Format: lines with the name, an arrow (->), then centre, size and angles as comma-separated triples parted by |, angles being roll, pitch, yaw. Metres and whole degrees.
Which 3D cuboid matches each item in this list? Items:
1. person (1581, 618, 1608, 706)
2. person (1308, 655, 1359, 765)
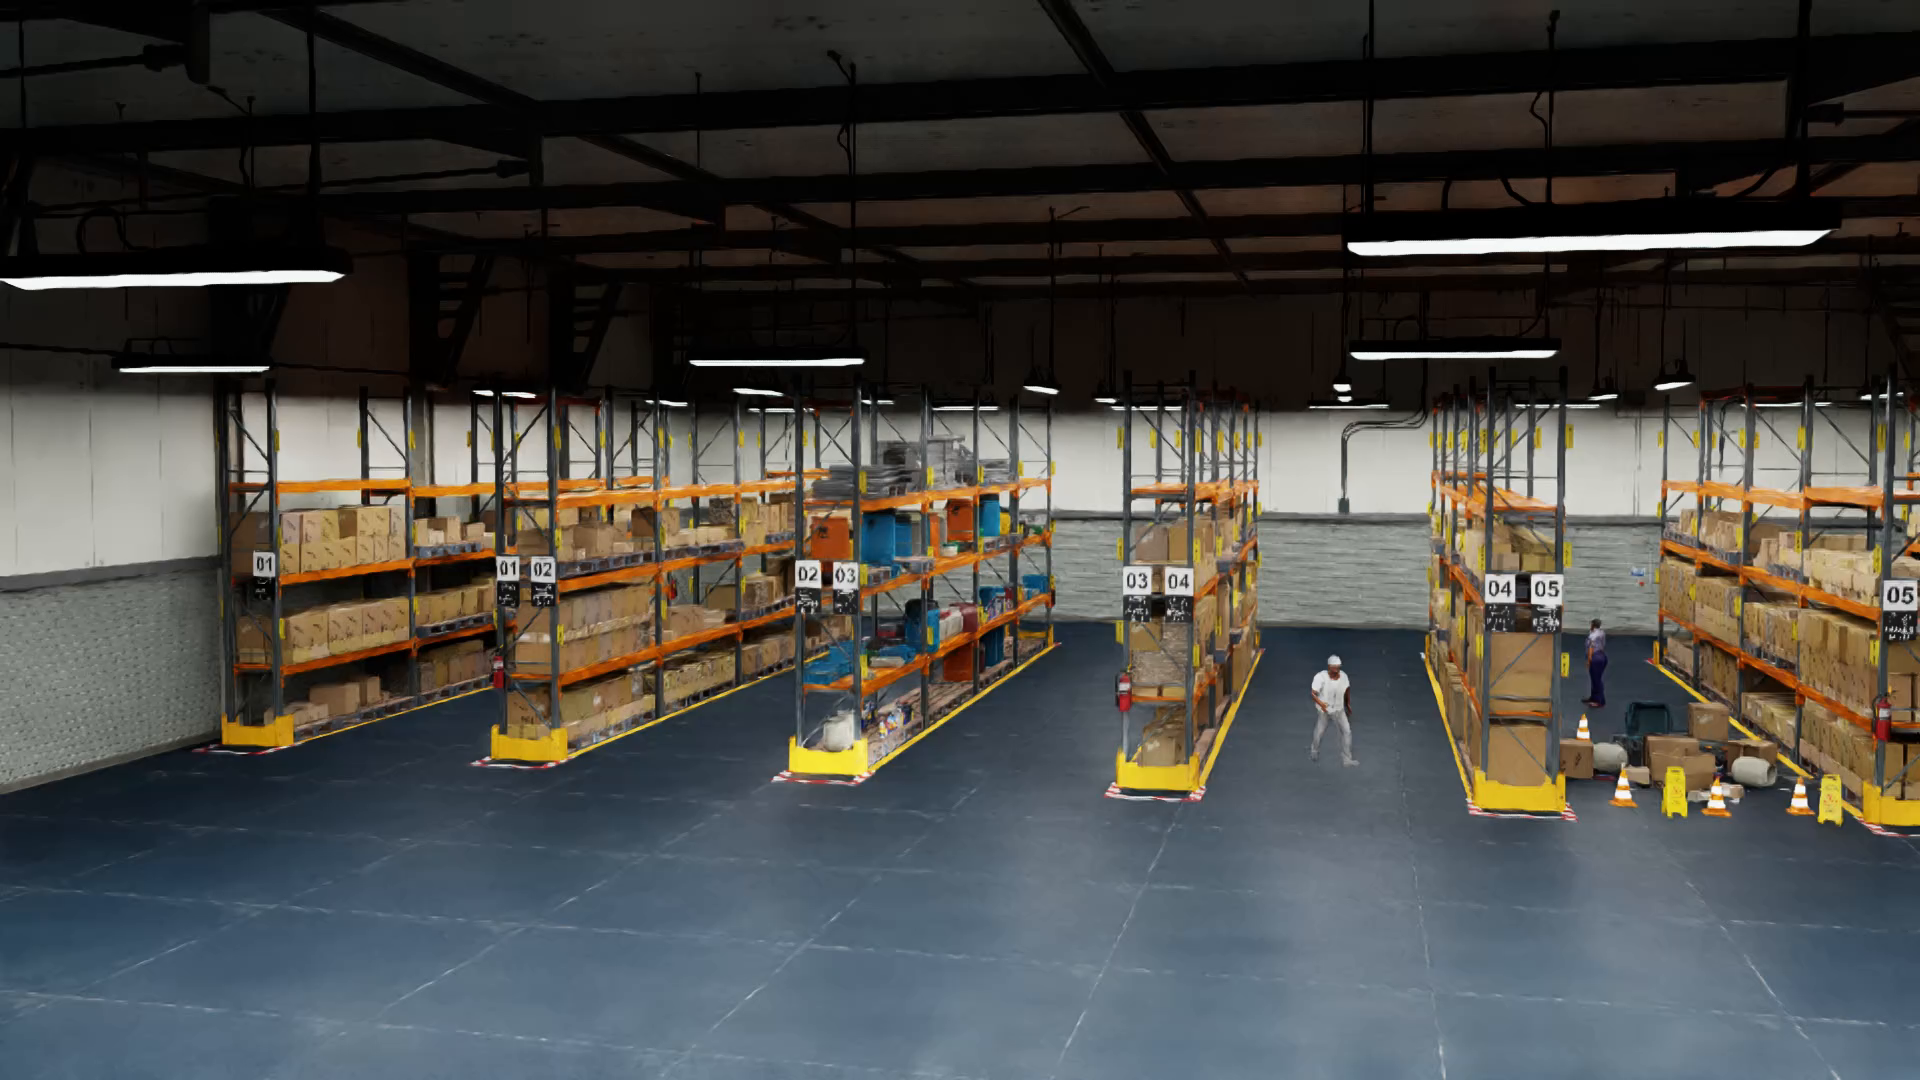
person -> 11.998, 2.288, 31.427 | 0.534, 1.646, 0.557 | 3, 5, 42
person -> 5.730, 2.606, 25.692 | 0.708, 1.703, 0.838 | 0, 3, -4
